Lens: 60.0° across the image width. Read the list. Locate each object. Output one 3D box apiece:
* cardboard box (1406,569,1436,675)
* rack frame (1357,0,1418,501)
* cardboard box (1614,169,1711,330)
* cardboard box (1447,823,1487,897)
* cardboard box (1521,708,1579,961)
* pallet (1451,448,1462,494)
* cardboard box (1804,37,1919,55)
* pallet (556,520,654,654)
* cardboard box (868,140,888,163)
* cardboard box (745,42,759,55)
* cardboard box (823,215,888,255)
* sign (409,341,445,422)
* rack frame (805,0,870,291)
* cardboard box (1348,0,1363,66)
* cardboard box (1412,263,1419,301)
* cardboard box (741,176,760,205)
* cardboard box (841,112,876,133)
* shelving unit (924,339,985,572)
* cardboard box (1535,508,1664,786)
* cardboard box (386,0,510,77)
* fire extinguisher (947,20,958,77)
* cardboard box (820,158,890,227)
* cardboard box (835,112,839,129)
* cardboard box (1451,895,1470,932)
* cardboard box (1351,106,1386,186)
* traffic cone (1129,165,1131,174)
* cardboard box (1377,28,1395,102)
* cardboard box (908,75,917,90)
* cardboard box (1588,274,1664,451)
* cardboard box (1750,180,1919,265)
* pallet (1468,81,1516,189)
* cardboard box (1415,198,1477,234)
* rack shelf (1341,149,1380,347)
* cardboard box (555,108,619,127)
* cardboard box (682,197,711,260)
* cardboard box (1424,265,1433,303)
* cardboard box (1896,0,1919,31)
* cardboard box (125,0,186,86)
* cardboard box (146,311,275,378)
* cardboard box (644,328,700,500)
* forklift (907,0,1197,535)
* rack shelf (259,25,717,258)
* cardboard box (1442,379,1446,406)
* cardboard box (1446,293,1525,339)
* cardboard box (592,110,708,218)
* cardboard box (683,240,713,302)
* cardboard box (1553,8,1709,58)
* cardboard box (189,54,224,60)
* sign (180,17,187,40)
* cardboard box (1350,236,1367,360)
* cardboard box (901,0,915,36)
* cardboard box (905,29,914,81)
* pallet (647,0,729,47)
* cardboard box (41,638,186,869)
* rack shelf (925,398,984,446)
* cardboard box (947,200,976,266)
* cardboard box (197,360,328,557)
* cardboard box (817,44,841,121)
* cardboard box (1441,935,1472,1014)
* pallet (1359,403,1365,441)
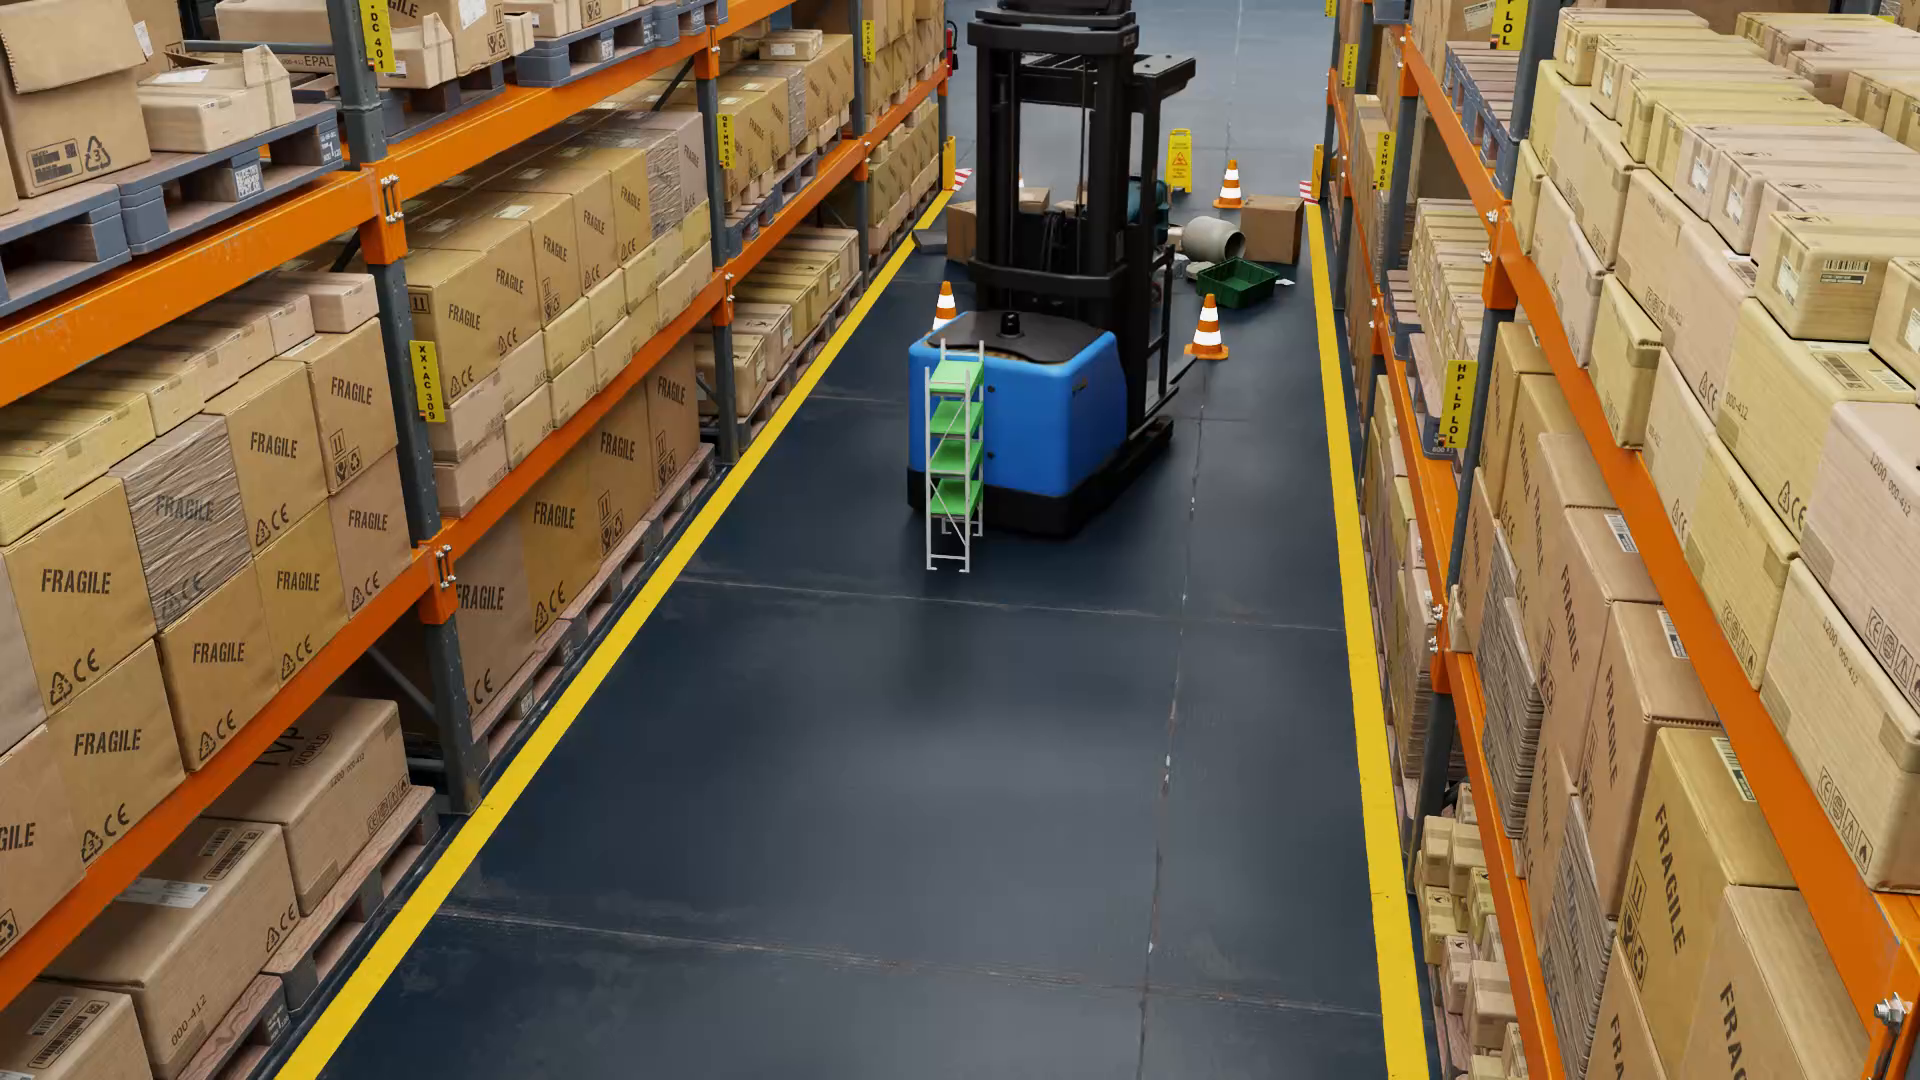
[{"bbox_3d":[2.176,0.356,7.019,0.500,0.250,0.500,3,25,7],"label":"cardboard box"},{"bbox_3d":[2.957,-1.590,9.608,1.000,3.000,0.127,4,25,9],"label":"rack frame"},{"bbox_3d":[1.737,-0.609,3.563,0.500,0.250,0.500,3,25,6],"label":"cardboard box"},{"bbox_3d":[1.939,1.155,5.909,0.380,0.149,0.250,5,26,11],"label":"cardboard box"},{"bbox_3d":[1.724,0.735,4.173,0.500,0.500,0.500,5,26,11],"label":"cardboard box"},{"bbox_3d":[2.572,-0.140,6.736,1.003,0.211,1.213,4,25,9],"label":"pallet"},{"bbox_3d":[2.491,-1.248,4.457,0.380,0.149,0.250,4,25,8],"label":"cardboard box"},{"bbox_3d":[-2.348,0.206,9.062,1.003,0.211,1.213,4,25,9],"label":"pallet"},{"bbox_3d":[-0.847,-3.418,14.612,0.380,0.149,0.250,4,25,9],"label":"cardboard box"},{"bbox_3d":[-1.730,-3.548,12.827,0.500,0.500,0.500,4,25,9],"label":"cardboard box"},{"bbox_3d":[-0.926,-2.736,14.806,0.500,0.250,0.500,3,25,6],"label":"cardboard box"},{"bbox_3d":[-2.049,-0.608,6.395,0.100,0.325,0.005,4,25,9],"label":"sign"},{"bbox_3d":[-1.289,-3.563,13.825,1.000,3.000,0.127,4,25,9],"label":"rack frame"},{"bbox_3d":[3.680,-4.210,13.755,0.875,0.550,0.550,4,25,9],"label":"cardboard box"},{"bbox_3d":[2.641,-1.381,8.963,0.380,0.149,0.250,5,26,11],"label":"cardboard box"},{"bbox_3d":[-1.537,-2.317,10.963,0.380,0.149,0.250,2,25,5],"label":"cardboard box"},{"bbox_3d":[-0.921,-3.559,14.112,0.380,0.149,0.250,4,25,8],"label":"cardboard box"},{"bbox_3d":[-0.027,-0.474,9.348,0.258,1.200,0.503,4,25,9],"label":"shelving unit"},{"bbox_3d":[1.722,0.263,4.001,0.500,0.500,0.500,3,25,7],"label":"cardboard box"},{"bbox_3d":[-2.166,-2.160,6.675,0.500,0.500,0.500,4,25,8],"label":"cardboard box"},{"bbox_3d":[-0.162,-5.217,17.449,0.296,0.674,0.183,4,25,9],"label":"fire extinguisher"},{"bbox_3d":[-0.926,-3.076,14.647,0.500,0.500,0.500,5,26,11],"label":"cardboard box"},{"bbox_3d":[-1.161,-3.296,13.055,0.380,0.149,0.250,3,25,7],"label":"cardboard box"},{"bbox_3d":[1.976,1.291,5.971,0.380,0.149,0.250,4,25,9],"label":"cardboard box"},{"bbox_3d":[3.178,-2.896,12.280,0.500,0.500,0.500,4,25,9],"label":"cardboard box"},{"bbox_3d":[1.718,-3.884,17.501,0.336,0.463,0.334,4,25,9],"label":"traffic cone"},{"bbox_3d":[3.536,-3.553,12.505,0.700,0.500,0.500,4,25,8],"label":"cardboard box"},{"bbox_3d":[-0.625,-4.412,15.933,0.380,0.149,0.250,4,25,8],"label":"cardboard box"},{"bbox_3d":[1.701,-0.387,3.678,0.500,0.250,0.500,5,26,11],"label":"cardboard box"},{"bbox_3d":[1.630,-0.524,2.911,0.380,0.149,0.250,3,25,7],"label":"cardboard box"},{"bbox_3d":[2.510,-1.441,5.974,1.213,0.211,1.003,4,25,9],"label":"pallet"},{"bbox_3d":[2.690,-1.754,9.058,0.380,0.149,0.250,4,25,9],"label":"cardboard box"},{"bbox_3d":[3.284,-2.100,11.548,1.077,0.370,4.000,4,25,9],"label":"rack shelf"},{"bbox_3d":[-2.265,-2.199,9.613,0.500,0.500,0.500,3,25,7],"label":"cardboard box"},{"bbox_3d":[-1.771,-1.829,9.706,0.500,0.250,0.500,4,25,8],"label":"cardboard box"},{"bbox_3d":[2.557,-1.282,8.400,0.380,0.149,0.250,4,25,9],"label":"cardboard box"},{"bbox_3d":[8.694,-4.763,14.739,0.500,0.500,0.500,4,25,9],"label":"cardboard box"},{"bbox_3d":[-2.900,-1.625,5.415,0.500,0.500,0.500,4,25,9],"label":"cardboard box"},{"bbox_3d":[-2.533,-0.652,5.543,0.380,0.149,0.250,4,25,9],"label":"cardboard box"},{"bbox_3d":[-2.138,-0.835,10.007,0.875,0.875,0.875,4,25,8],"label":"cardboard box"},{"bbox_3d":[0.772,-1.953,10.464,1.130,2.935,3.031,11,27,23],"label":"forklift"},{"bbox_3d":[-2.270,-2.087,7.980,1.077,0.370,4.000,4,25,9],"label":"rack shelf"},{"bbox_3d":[2.339,-0.607,7.310,0.380,0.149,0.250,3,25,6],"label":"cardboard box"},{"bbox_3d":[2.390,-0.989,7.424,0.380,0.149,0.250,3,25,6],"label":"cardboard box"},{"bbox_3d":[-1.769,-2.154,9.517,0.500,0.500,0.500,3,25,7],"label":"cardboard box"},{"bbox_3d":[-1.769,-1.593,9.792,0.500,0.250,0.500,3,25,7],"label":"cardboard box"},{"bbox_3d":[2.017,-1.510,5.015,0.380,0.149,0.250,4,25,8],"label":"cardboard box"},{"bbox_3d":[-6.140,-3.879,13.615,0.380,0.149,0.250,4,25,8],"label":"cardboard box"},{"bbox_3d":[-6.734,-4.372,14.436,0.100,0.325,0.005,4,25,9],"label":"sign"},{"bbox_3d":[3.437,-1.765,12.141,1.050,0.750,0.750,4,25,9],"label":"cardboard box"},{"bbox_3d":[-0.789,-4.786,14.787,0.700,0.500,0.500,3,25,7],"label":"cardboard box"},{"bbox_3d":[-0.725,-4.542,15.445,0.500,0.500,0.500,4,25,9],"label":"cardboard box"},{"bbox_3d":[-1.996,-2.891,9.072,1.213,0.211,1.003,5,26,11],"label":"pallet"},{"bbox_3d":[-2.667,0.594,4.826,0.500,0.500,0.500,5,26,10],"label":"cardboard box"},{"bbox_3d":[-0.027,-0.634,9.273,0.258,0.148,0.480,4,25,9],"label":"rack shelf"},{"bbox_3d":[0.229,-2.786,15.110,0.500,0.500,0.500,-20,32,-36],"label":"cardboard box"},{"bbox_3d":[-2.492,-0.288,5.529,0.500,0.500,0.500,4,25,8],"label":"cardboard box"},{"bbox_3d":[-1.218,-3.517,12.761,0.500,0.500,0.500,4,25,9],"label":"cardboard box"},{"bbox_3d":[1.894,1.533,5.804,0.380,0.149,0.250,4,25,8],"label":"cardboard box"},{"bbox_3d":[3.161,-0.651,10.893,1.003,0.211,1.213,4,25,9],"label":"pallet"}]
